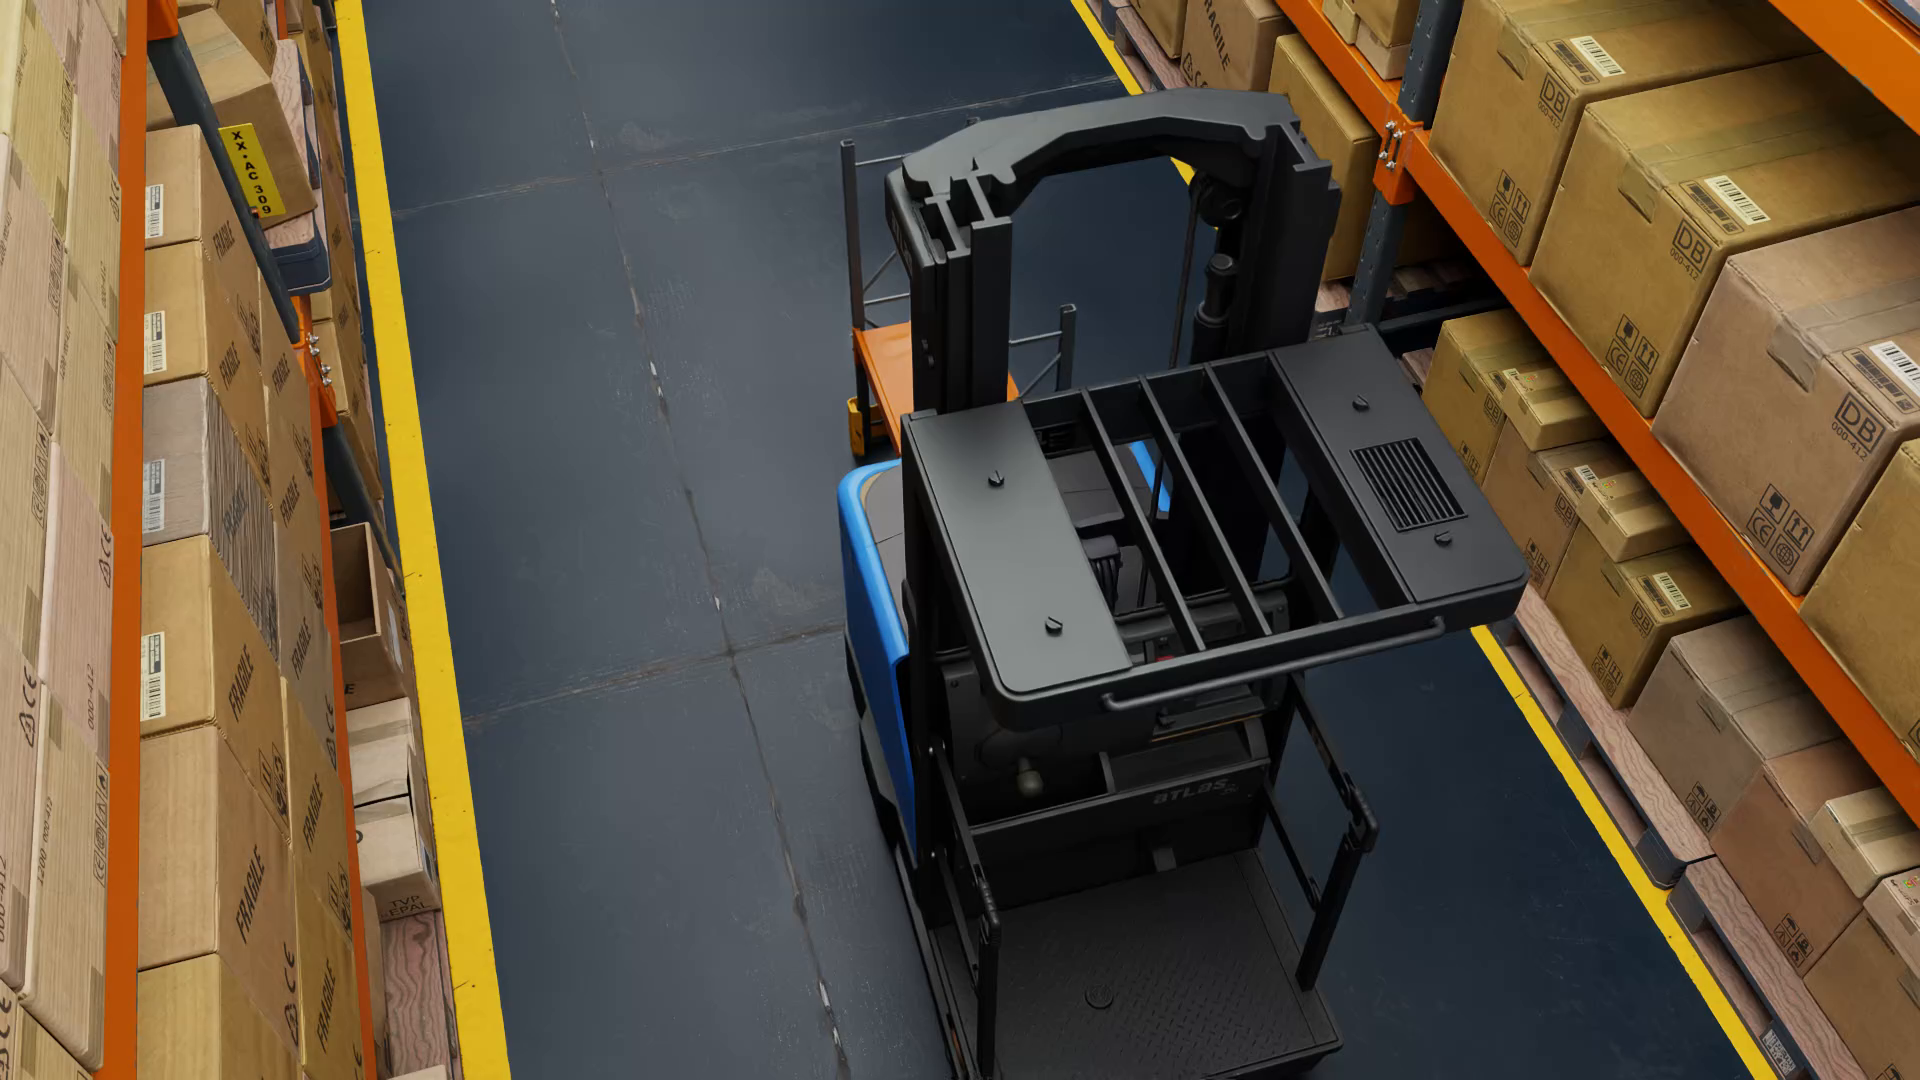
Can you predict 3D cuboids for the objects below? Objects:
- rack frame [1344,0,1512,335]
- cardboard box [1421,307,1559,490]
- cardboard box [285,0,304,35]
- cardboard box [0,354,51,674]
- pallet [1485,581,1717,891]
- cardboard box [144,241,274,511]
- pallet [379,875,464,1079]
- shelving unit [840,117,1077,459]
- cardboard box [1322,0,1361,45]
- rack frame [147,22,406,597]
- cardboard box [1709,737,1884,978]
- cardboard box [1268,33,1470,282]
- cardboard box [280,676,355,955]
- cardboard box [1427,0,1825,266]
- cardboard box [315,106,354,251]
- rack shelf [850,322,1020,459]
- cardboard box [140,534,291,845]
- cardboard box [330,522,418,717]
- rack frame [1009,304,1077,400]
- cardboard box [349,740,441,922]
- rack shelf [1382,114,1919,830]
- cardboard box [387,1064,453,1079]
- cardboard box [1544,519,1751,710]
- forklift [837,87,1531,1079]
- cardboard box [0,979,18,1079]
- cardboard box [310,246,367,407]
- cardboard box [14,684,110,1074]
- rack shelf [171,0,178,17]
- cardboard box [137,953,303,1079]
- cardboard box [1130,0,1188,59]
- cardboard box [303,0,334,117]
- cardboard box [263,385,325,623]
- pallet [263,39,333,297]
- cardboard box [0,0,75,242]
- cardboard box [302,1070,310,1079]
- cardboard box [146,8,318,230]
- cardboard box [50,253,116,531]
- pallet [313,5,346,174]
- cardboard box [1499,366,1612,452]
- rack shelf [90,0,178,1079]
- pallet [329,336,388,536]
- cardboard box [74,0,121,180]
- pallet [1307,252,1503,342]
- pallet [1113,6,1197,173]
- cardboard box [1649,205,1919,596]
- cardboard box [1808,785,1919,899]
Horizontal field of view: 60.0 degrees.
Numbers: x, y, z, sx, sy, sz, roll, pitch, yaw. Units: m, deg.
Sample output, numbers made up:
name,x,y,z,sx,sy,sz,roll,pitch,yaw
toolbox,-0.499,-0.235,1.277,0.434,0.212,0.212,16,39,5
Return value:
name,x,y,z,sx,sy,sz,roll,pitch,yaw
rack frame,2.115,-1.806,6.100,1.000,3.000,0.127,-13,51,-11
cardboard box,2.239,-0.566,6.415,0.700,0.500,0.500,-13,51,-11
cardboard box,-3.277,-2.512,7.552,0.500,0.250,0.500,-12,51,-10
cardboard box,-1.631,-0.006,2.392,0.500,0.250,0.500,-13,51,-11
pallet,2.630,0.559,5.931,1.003,0.211,1.213,-13,51,-11
cardboard box,-2.065,-0.353,4.156,0.500,0.500,0.500,-14,51,-12
pallet,-2.049,1.610,5.044,1.003,0.211,1.213,-13,51,-11
shelving unit,-0.022,-0.556,6.028,0.587,1.500,1.083,-13,51,-11
cardboard box,1.648,-2.093,6.494,0.380,0.149,0.250,-12,51,-10
rack frame,-2.616,-0.683,5.154,1.000,3.000,0.127,-13,51,-11
cardboard box,2.848,0.932,5.153,0.700,0.500,0.500,-13,51,-11
cardboard box,1.799,-1.694,7.137,0.750,0.750,0.750,-13,51,-11
cardboard box,-1.762,0.714,3.910,0.500,0.500,0.500,-13,51,-10
cardboard box,2.260,-1.503,5.648,0.980,0.700,0.700,-13,51,-10
cardboard box,-2.984,-1.551,7.232,0.500,0.500,0.500,-15,52,-12
rack shelf,-0.025,-0.447,6.171,0.538,0.185,1.000,-13,51,-11
cardboard box,-1.768,0.383,3.536,0.500,0.500,0.500,-14,51,-11
cardboard box,-2.176,0.333,5.644,0.500,0.500,0.500,-13,51,-11
rack frame,0.120,-0.190,5.719,0.500,1.500,0.032,-13,51,-11
cardboard box,-1.954,0.941,5.255,0.500,0.311,0.500,-13,51,-11
rack shelf,2.707,-0.113,5.144,1.077,0.370,4.000,-13,51,-11
cardboard box,-1.618,1.791,4.578,0.500,0.250,0.500,-13,51,-11
cardboard box,2.534,0.177,5.789,0.700,0.500,0.500,-12,51,-10
forklift,0.476,0.513,4.190,1.130,2.935,3.031,-12,51,-10
cardboard box,-1.336,0.725,1.776,0.500,0.250,0.500,-13,51,-11
cardboard box,-2.694,-0.815,6.612,0.500,0.500,0.500,-13,51,-10
cardboard box,-1.477,0.519,2.276,0.500,0.250,0.500,-13,51,-11
rack shelf,-3.207,-2.879,5.513,1.077,0.370,4.000,-13,51,-11
cardboard box,-1.474,1.120,2.914,0.500,0.500,0.500,-13,51,-11
cardboard box,1.277,-2.962,8.206,0.750,0.750,0.750,-14,51,-11
cardboard box,-3.298,-2.311,7.873,0.500,0.500,0.500,-12,51,-10
cardboard box,-2.069,-0.032,4.539,0.500,0.500,0.500,-12,51,-10
pallet,-2.748,-1.230,5.740,1.003,0.211,1.213,-13,51,-11
cardboard box,-1.922,-0.737,3.009,0.500,0.250,0.500,-13,51,-11
cardboard box,-1.470,1.447,3.293,0.500,0.500,0.500,-14,51,-11
cardboard box,-2.542,-1.247,5.289,0.700,0.500,0.500,-30,56,-23
cardboard box,-1.781,-0.210,2.891,0.500,0.250,0.500,-13,51,-11
pallet,-3.614,-2.152,8.216,1.003,0.211,1.213,-13,51,-11
cardboard box,2.165,-0.484,5.922,0.380,0.149,0.250,-12,51,-10
rack shelf,-2.024,0.043,3.050,1.077,0.370,4.000,-13,51,-11
pallet,-2.892,-0.370,6.714,1.003,0.211,1.213,-13,51,-11
cardboard box,-2.080,-0.939,3.506,0.500,0.250,0.500,-13,51,-11
pallet,1.815,-1.454,7.627,1.003,0.211,1.213,-13,51,-11
pallet,1.451,-2.346,8.380,1.003,0.211,1.213,-13,51,-11
cardboard box,2.695,-0.439,4.752,0.980,0.700,0.700,-16,52,-13
cardboard box,2.707,0.849,4.798,0.380,0.149,0.250,-12,51,-10
